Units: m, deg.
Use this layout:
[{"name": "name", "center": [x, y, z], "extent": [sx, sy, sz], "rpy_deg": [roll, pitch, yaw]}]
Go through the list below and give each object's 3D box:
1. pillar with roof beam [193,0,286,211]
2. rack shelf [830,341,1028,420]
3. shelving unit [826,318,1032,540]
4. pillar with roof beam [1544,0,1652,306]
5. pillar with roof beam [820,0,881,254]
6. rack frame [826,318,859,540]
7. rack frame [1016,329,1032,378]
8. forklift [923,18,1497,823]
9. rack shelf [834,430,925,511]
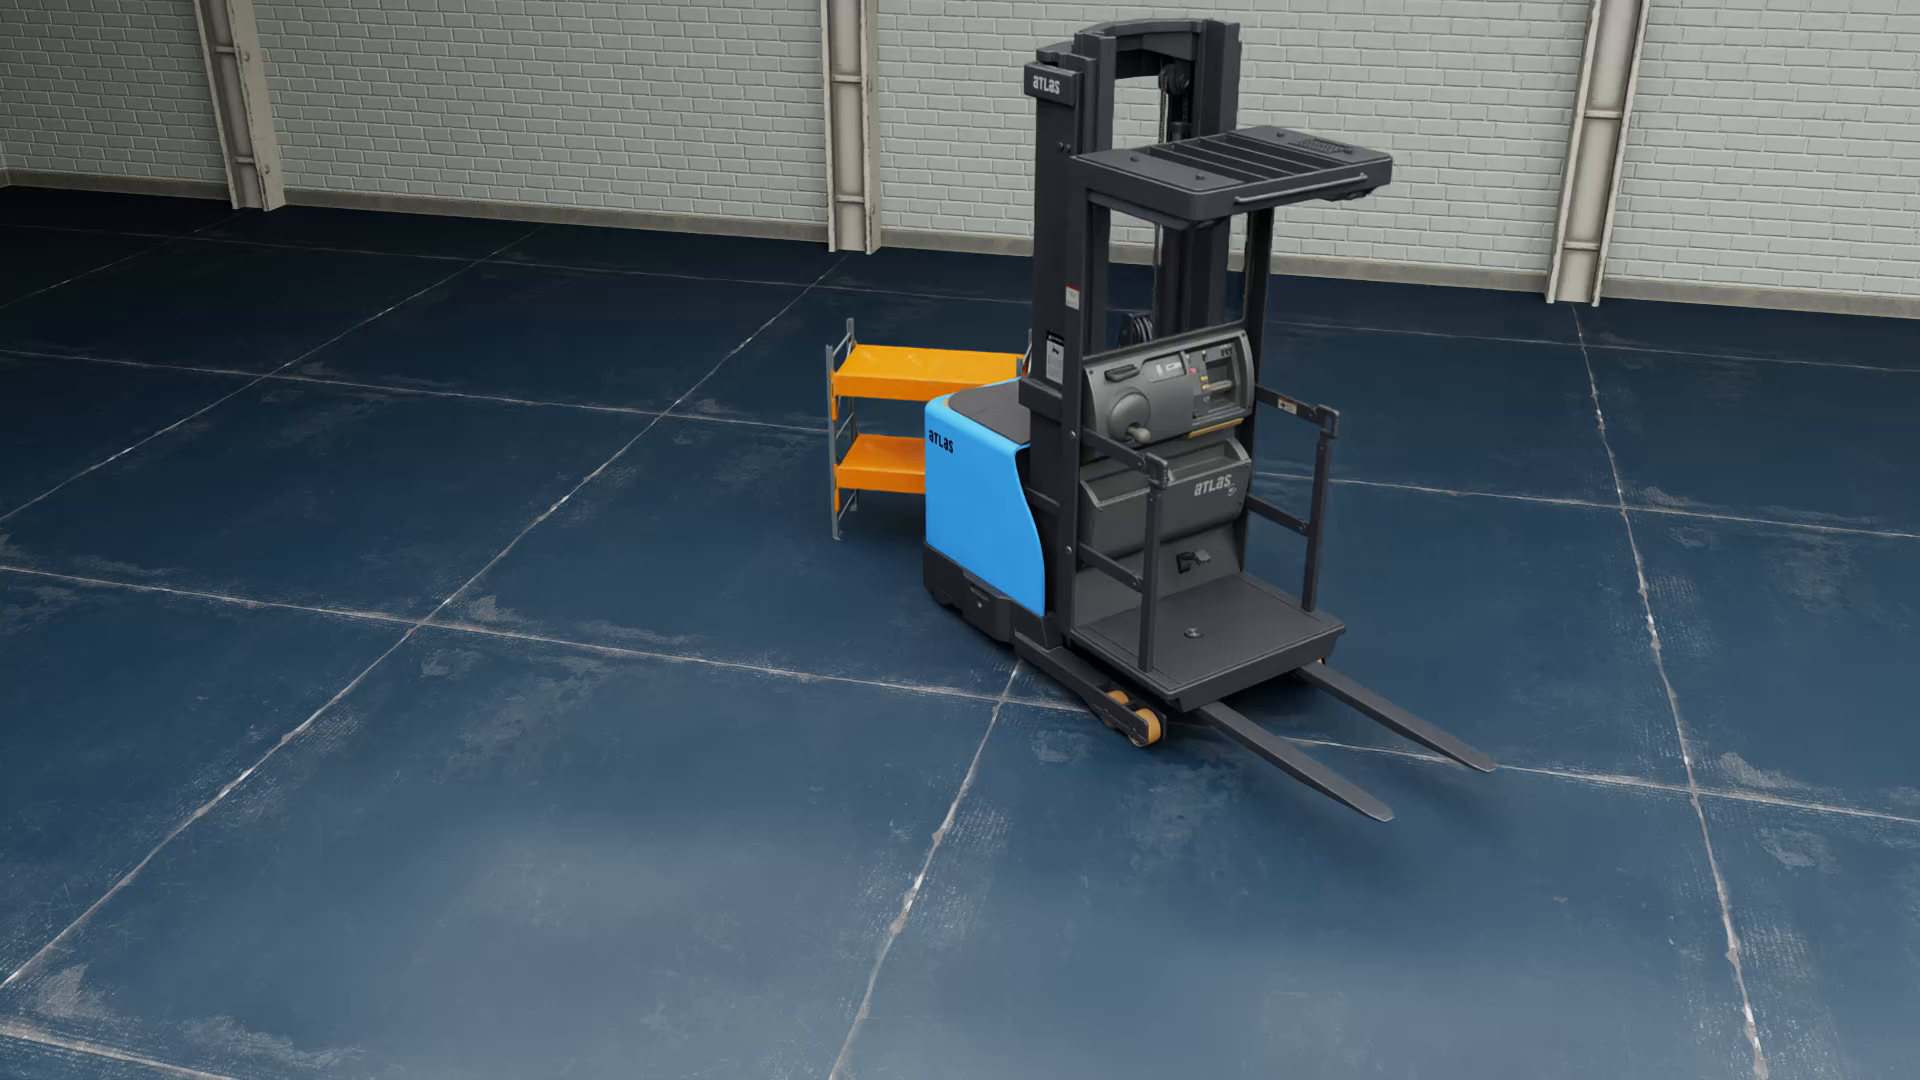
[{"name": "pillar with roof beam", "center": [-7.806, -5.484, 10.300], "extent": [0.400, 9.000, 9.100], "rpy_deg": [6, 26, 13]}, {"name": "rack shelf", "center": [-0.150, -0.840, 9.026], "extent": [1.000, 0.278, 0.538], "rpy_deg": [5, 26, 9]}, {"name": "shelving unit", "center": [-0.150, -0.576, 9.152], "extent": [1.048, 1.125, 0.538], "rpy_deg": [5, 26, 9]}, {"name": "pillar with roof beam", "center": [3.816, -4.199, 7.601], "extent": [0.400, 9.000, 9.100], "rpy_deg": [6, 26, 13]}, {"name": "pillar with roof beam", "center": [-1.995, -4.841, 8.950], "extent": [0.400, 9.000, 9.100], "rpy_deg": [6, 26, 13]}, {"name": "rack frame", "center": [-0.650, -0.616, 9.235], "extent": [0.032, 1.125, 0.500], "rpy_deg": [5, 26, 9]}, {"name": "rack frame", "center": [0.350, -0.537, 9.068], "extent": [0.032, 1.125, 0.500], "rpy_deg": [5, 26, 9]}, {"name": "forklift", "center": [1.059, -0.647, 7.199], "extent": [1.130, 2.935, 3.031], "rpy_deg": [-17, 30, -31]}, {"name": "rack shelf", "center": [-0.150, -0.355, 9.257], "extent": [1.000, 0.278, 0.538], "rpy_deg": [5, 26, 9]}]
